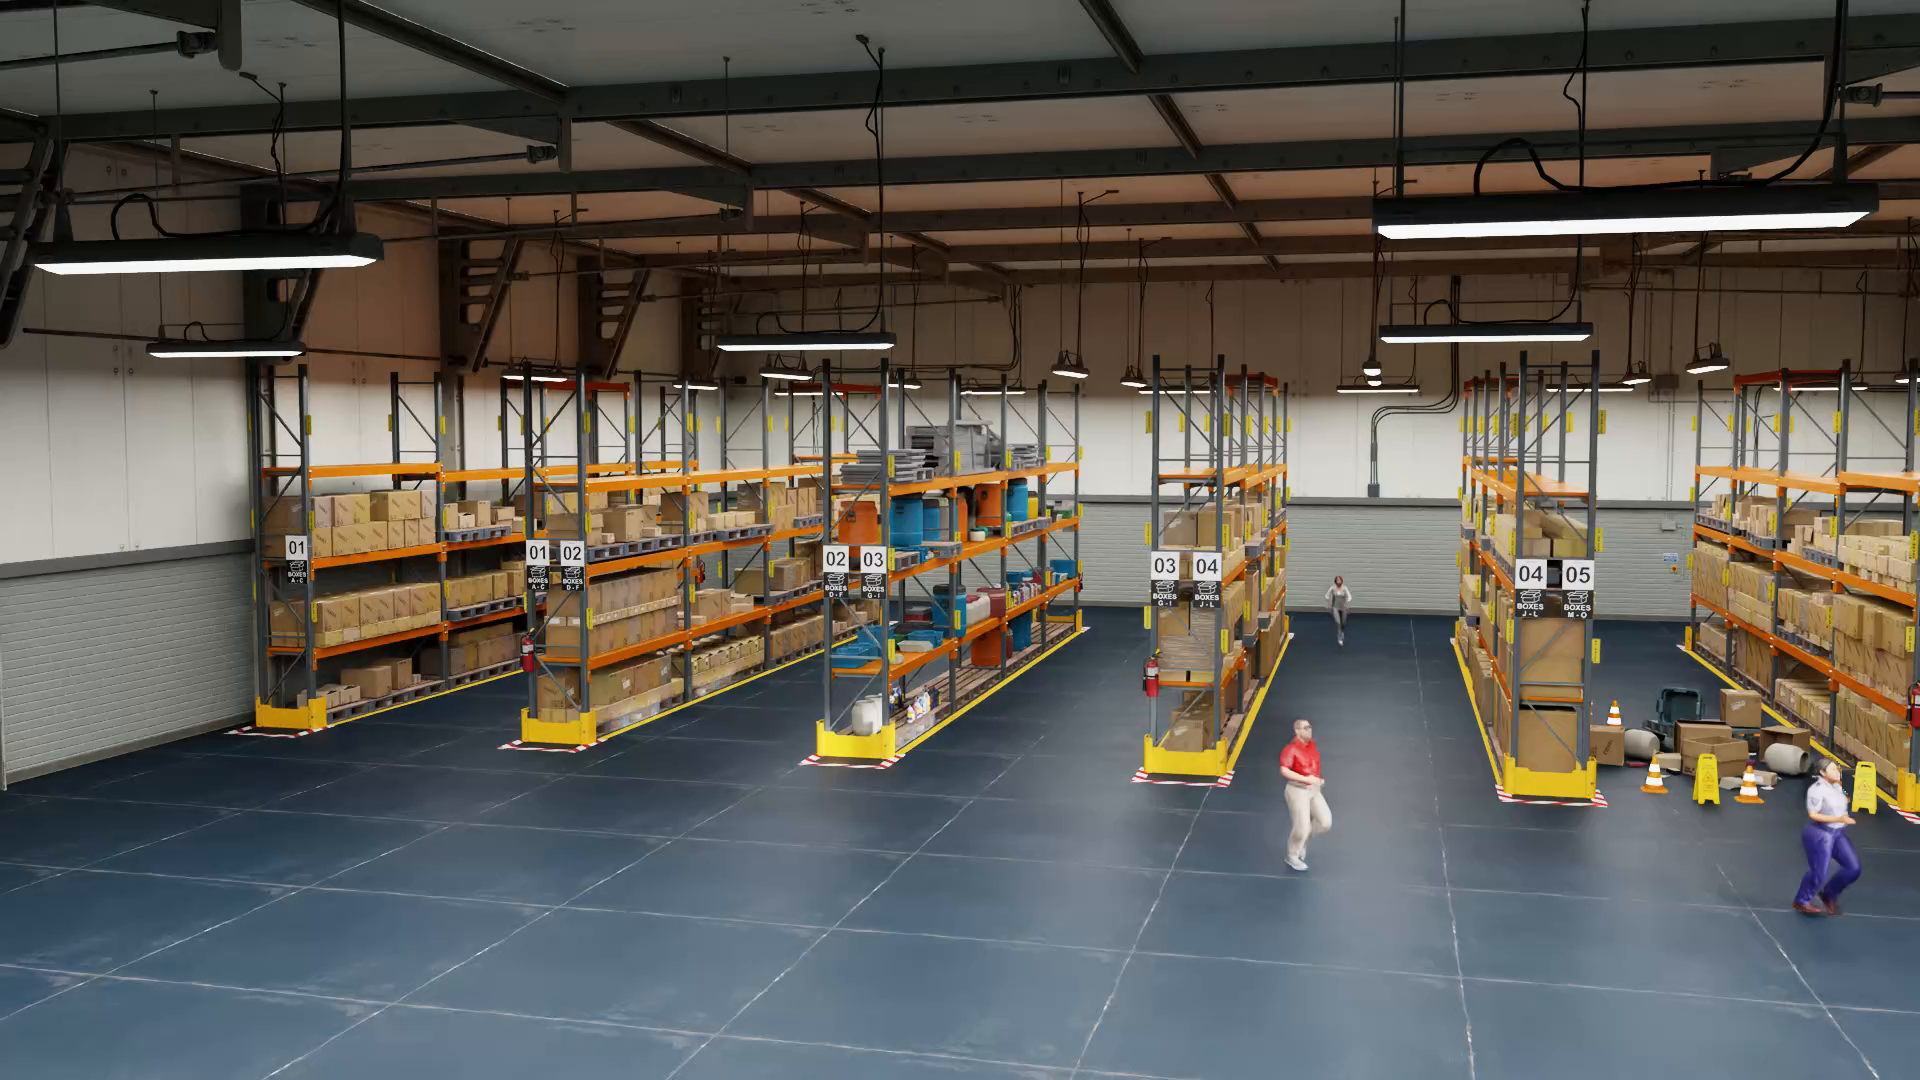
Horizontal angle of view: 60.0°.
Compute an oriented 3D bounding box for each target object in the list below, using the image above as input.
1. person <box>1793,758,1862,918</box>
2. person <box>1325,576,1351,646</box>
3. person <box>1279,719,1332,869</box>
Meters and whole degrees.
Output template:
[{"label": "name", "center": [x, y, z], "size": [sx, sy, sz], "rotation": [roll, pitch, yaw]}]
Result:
[{"label": "person", "center": [8.823, 3.031, 16.861], "size": [0.571, 1.642, 0.665], "rotation": [-2, 5, -29]}, {"label": "person", "center": [8.651, 1.603, 38.039], "size": [0.577, 1.594, 0.722], "rotation": [0, 4, 7]}, {"label": "person", "center": [3.905, 2.862, 18.735], "size": [0.715, 1.695, 0.578], "rotation": [-3, 5, -41]}]
